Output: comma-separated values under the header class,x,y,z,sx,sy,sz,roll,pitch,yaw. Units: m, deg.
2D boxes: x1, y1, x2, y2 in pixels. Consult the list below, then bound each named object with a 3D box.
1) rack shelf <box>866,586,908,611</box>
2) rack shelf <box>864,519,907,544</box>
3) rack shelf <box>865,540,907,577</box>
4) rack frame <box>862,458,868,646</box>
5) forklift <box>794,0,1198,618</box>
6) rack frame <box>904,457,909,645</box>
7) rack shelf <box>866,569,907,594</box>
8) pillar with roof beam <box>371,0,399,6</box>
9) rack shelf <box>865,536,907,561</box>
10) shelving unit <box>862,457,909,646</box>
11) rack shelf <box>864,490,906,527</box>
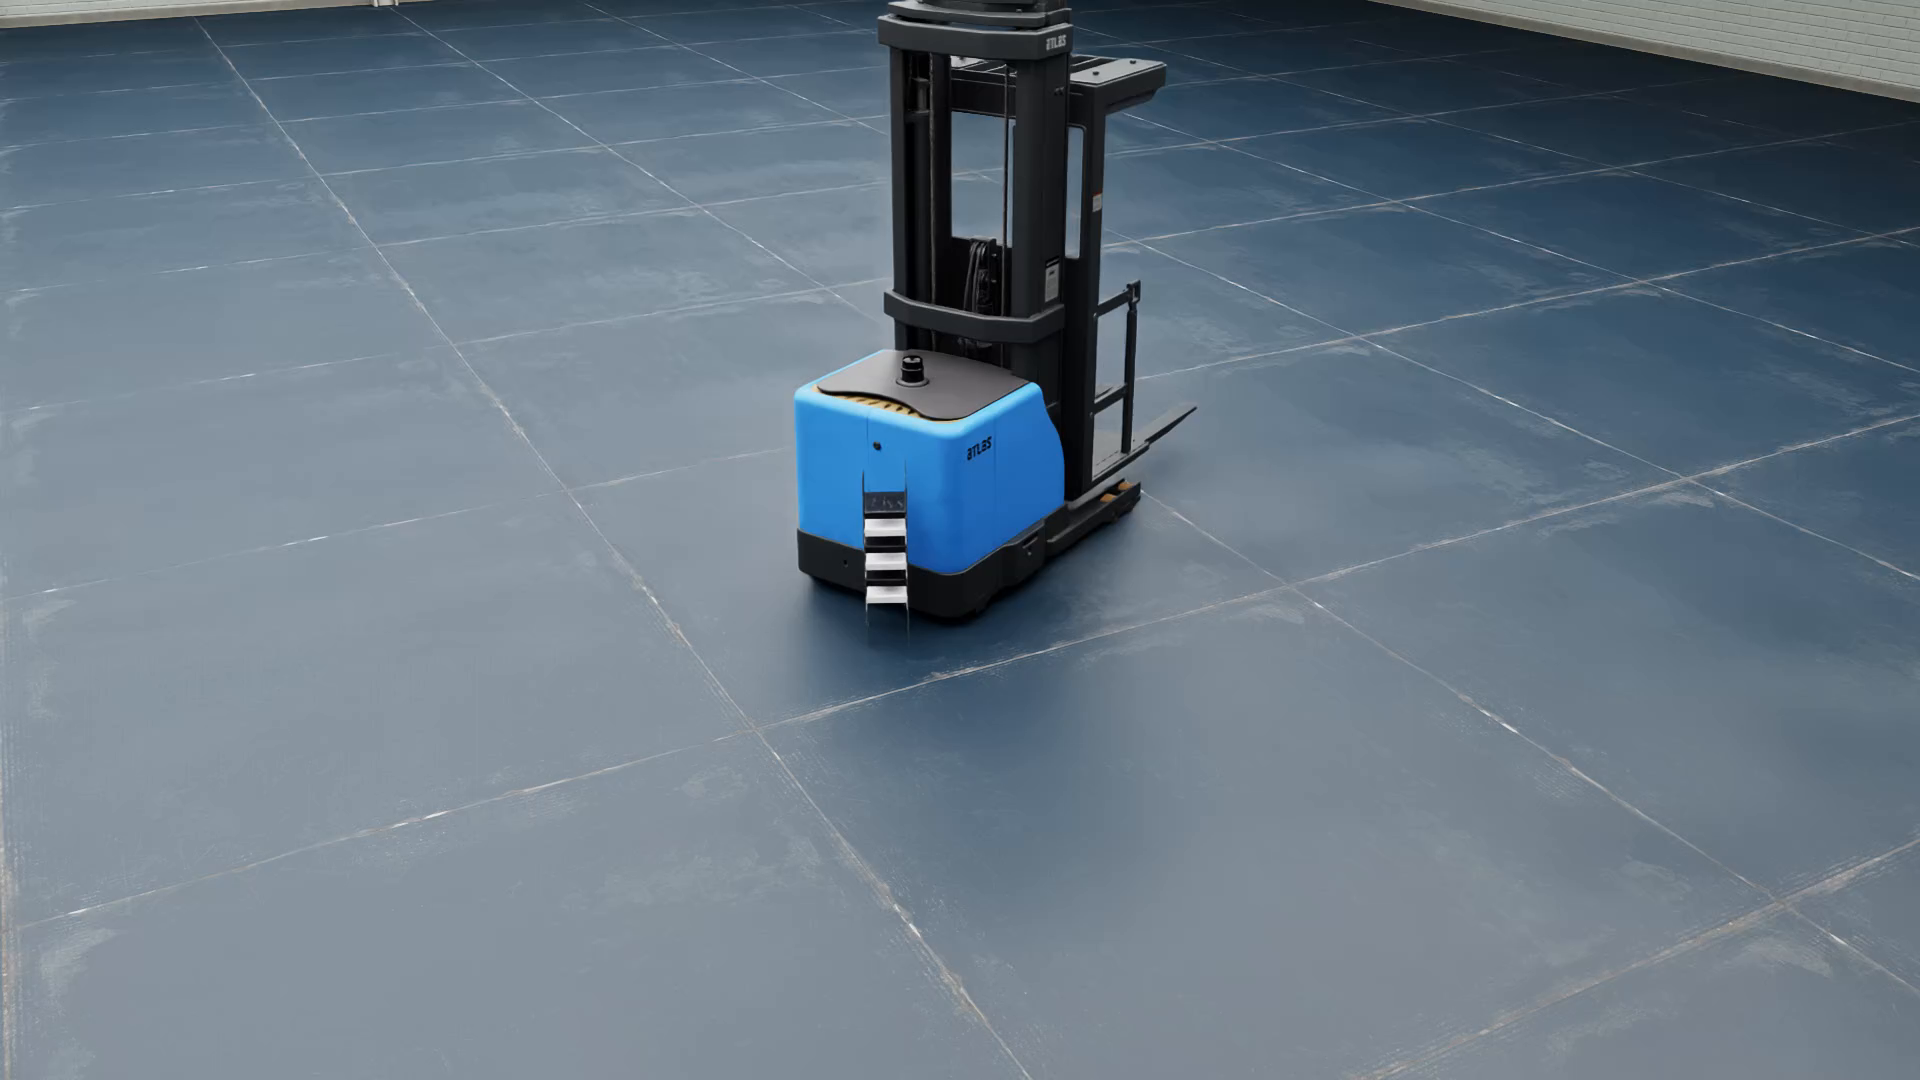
class,x,y,z,sx,sy,sz,roll,pitch,yaw
rack shelf,-0.360,0.253,8.175,0.200,0.077,0.258,-1,26,-2
rack shelf,-0.361,-0.071,8.018,0.200,0.077,0.258,-1,26,-2
rack shelf,-0.361,0.091,8.096,0.200,0.077,0.258,-1,26,-2
rack frame,-0.462,0.063,8.078,0.006,0.900,0.240,-1,26,-2
forklift,0.386,-1.522,9.033,1.130,2.935,3.031,16,30,30
rack frame,-0.259,0.059,8.086,0.006,0.900,0.240,-1,26,-2
rack shelf,-0.361,0.172,8.136,0.200,0.077,0.258,-1,26,-2
pillar with roof beam,-7.691,-11.459,22.720,0.400,9.000,9.100,-13,29,-25
rack shelf,-0.361,0.010,8.057,0.200,0.077,0.258,-1,26,-2
shelving unit,-0.361,0.061,8.082,0.210,0.900,0.258,-1,26,-2
rack shelf,-0.361,-0.152,7.979,0.200,0.077,0.258,-1,26,-2
